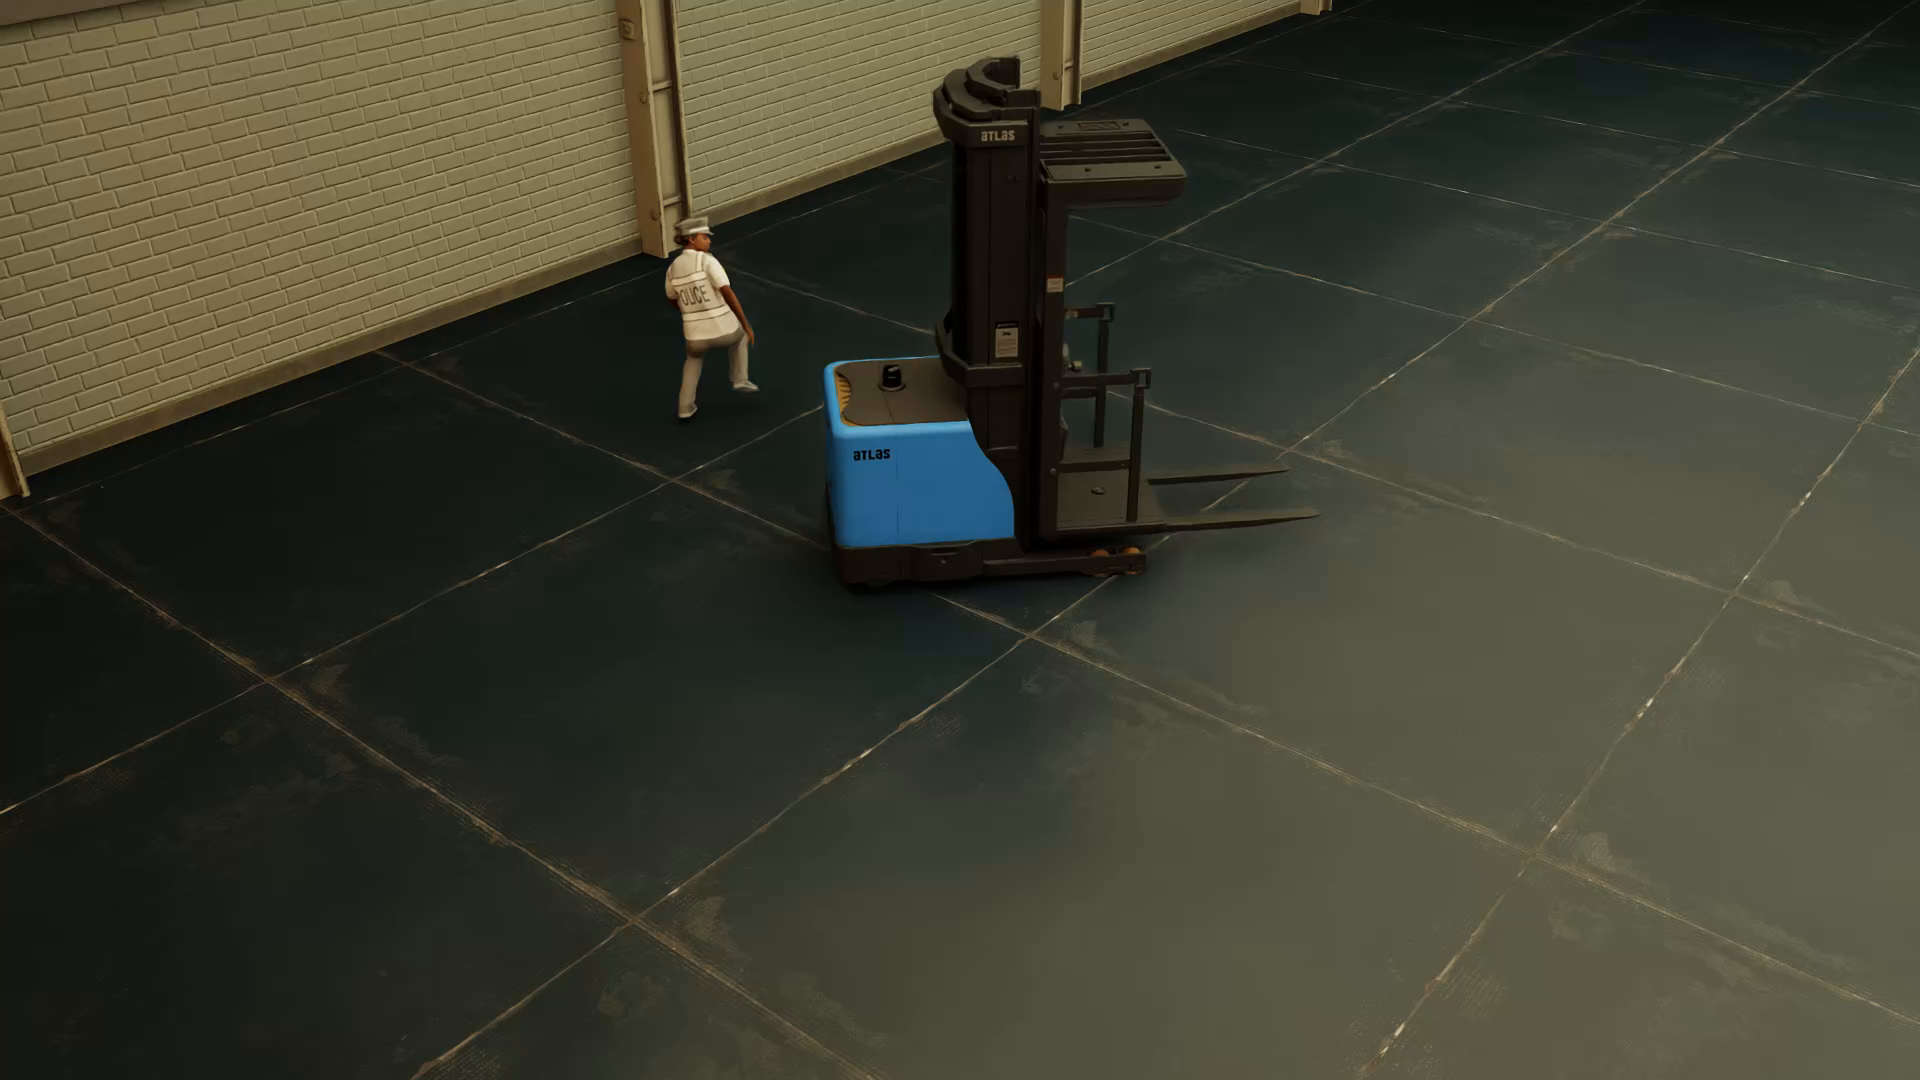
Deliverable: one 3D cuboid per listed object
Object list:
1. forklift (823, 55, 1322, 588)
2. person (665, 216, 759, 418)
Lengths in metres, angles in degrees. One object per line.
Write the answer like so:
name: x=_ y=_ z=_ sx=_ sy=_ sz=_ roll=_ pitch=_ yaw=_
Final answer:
forklift: x=0.704 y=-1.299 z=9.818 sx=3.031 sy=2.935 sz=1.130 roll=-4 pitch=31 yaw=-6
person: x=-1.724 y=-1.574 z=11.720 sx=0.694 sy=1.451 sz=0.680 roll=4 pitch=31 yaw=7
